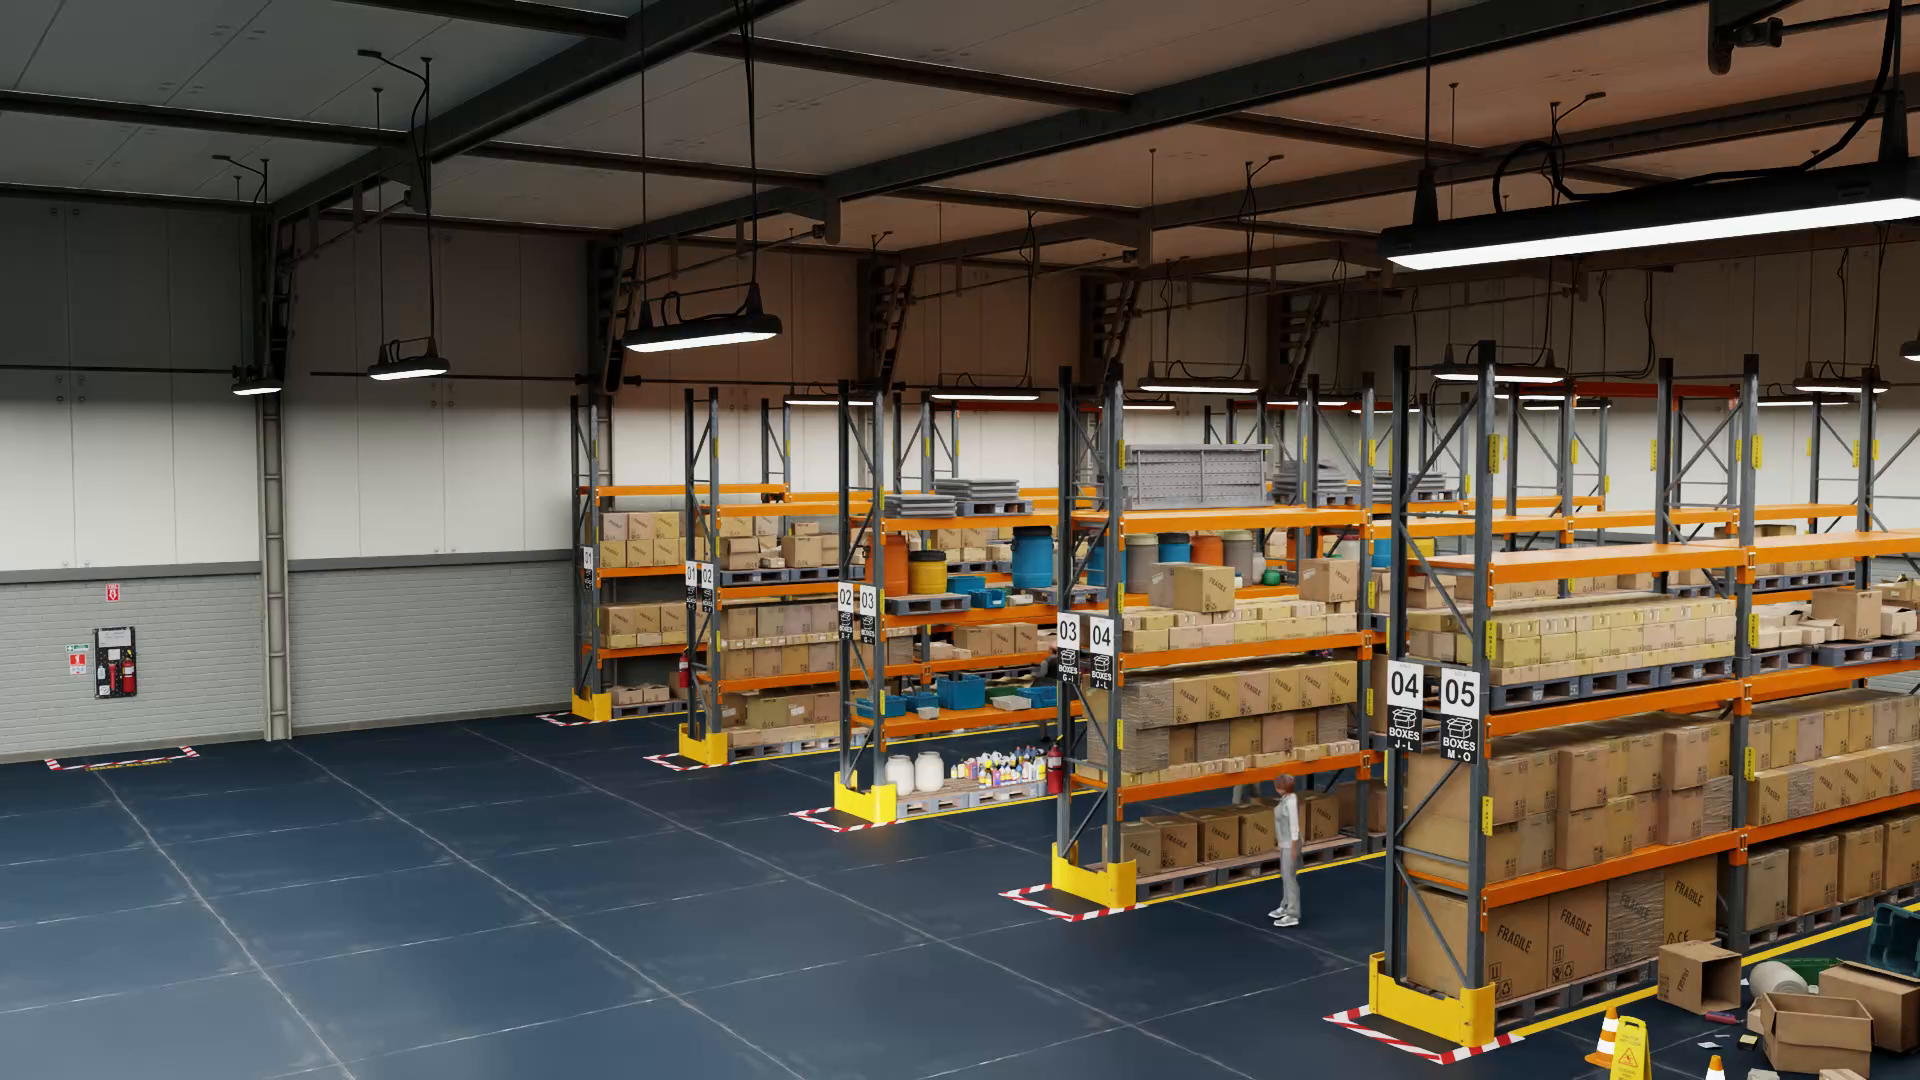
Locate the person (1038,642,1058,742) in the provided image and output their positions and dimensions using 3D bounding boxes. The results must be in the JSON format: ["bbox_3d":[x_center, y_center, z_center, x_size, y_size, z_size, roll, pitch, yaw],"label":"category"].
[{"bbox_3d":[1.574,2.596,28.458,0.531,1.725,0.459,-1,3,-9],"label":"person"}]

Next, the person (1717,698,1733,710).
[{"bbox_3d":[10.398,2.895,22.836,0.554,1.780,0.663,-2,4,-24],"label":"person"}]

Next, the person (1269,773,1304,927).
[{"bbox_3d":[3.507,3.292,17.804,0.352,1.597,0.503,0,3,6],"label":"person"}]

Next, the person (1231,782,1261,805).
[{"bbox_3d":[3.895,2.950,22.917,0.513,1.702,0.468,2,4,30],"label":"person"}]
